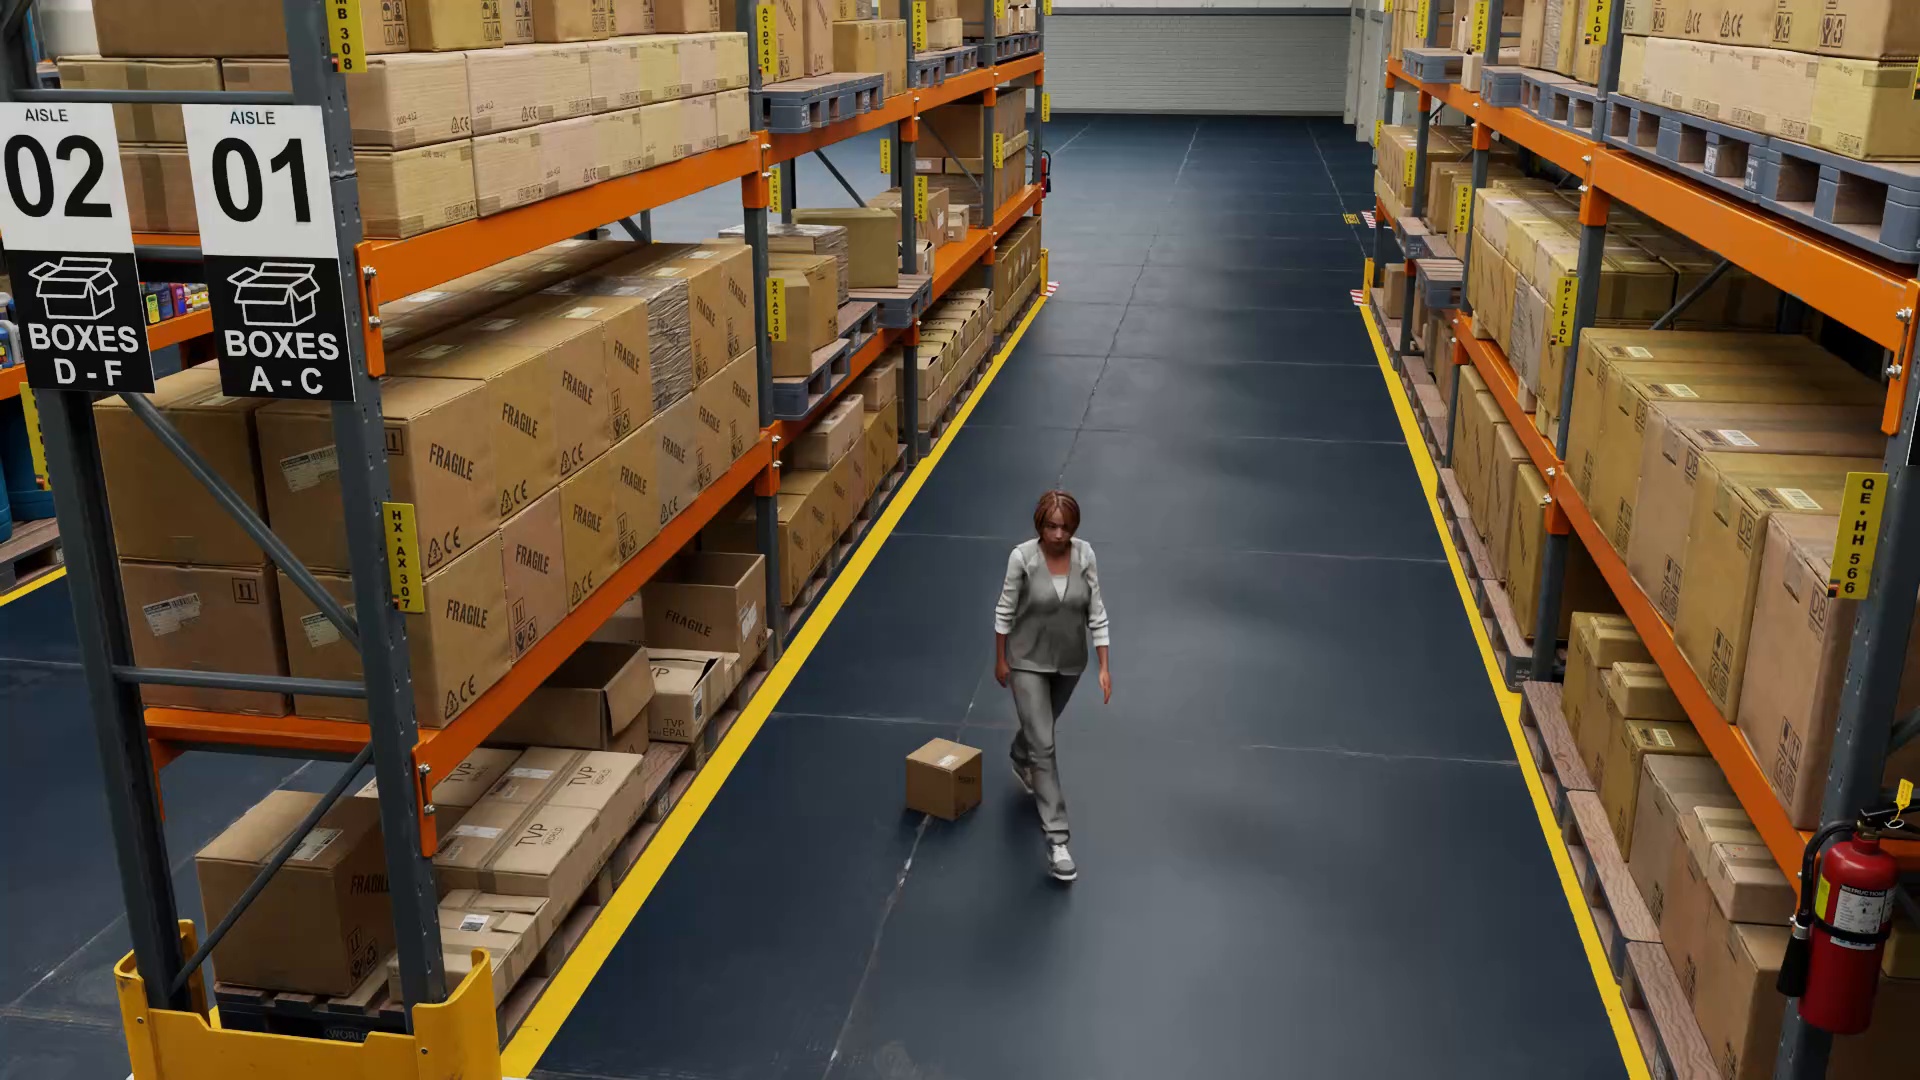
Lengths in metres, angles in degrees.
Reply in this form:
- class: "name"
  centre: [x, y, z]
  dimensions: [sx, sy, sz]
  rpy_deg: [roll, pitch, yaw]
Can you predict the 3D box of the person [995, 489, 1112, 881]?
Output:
- class: "person"
  centre: [0.383, 0.514, 6.979]
  dimensions: [0.432, 1.528, 1.004]
  rpy_deg: [-6, 19, -19]
